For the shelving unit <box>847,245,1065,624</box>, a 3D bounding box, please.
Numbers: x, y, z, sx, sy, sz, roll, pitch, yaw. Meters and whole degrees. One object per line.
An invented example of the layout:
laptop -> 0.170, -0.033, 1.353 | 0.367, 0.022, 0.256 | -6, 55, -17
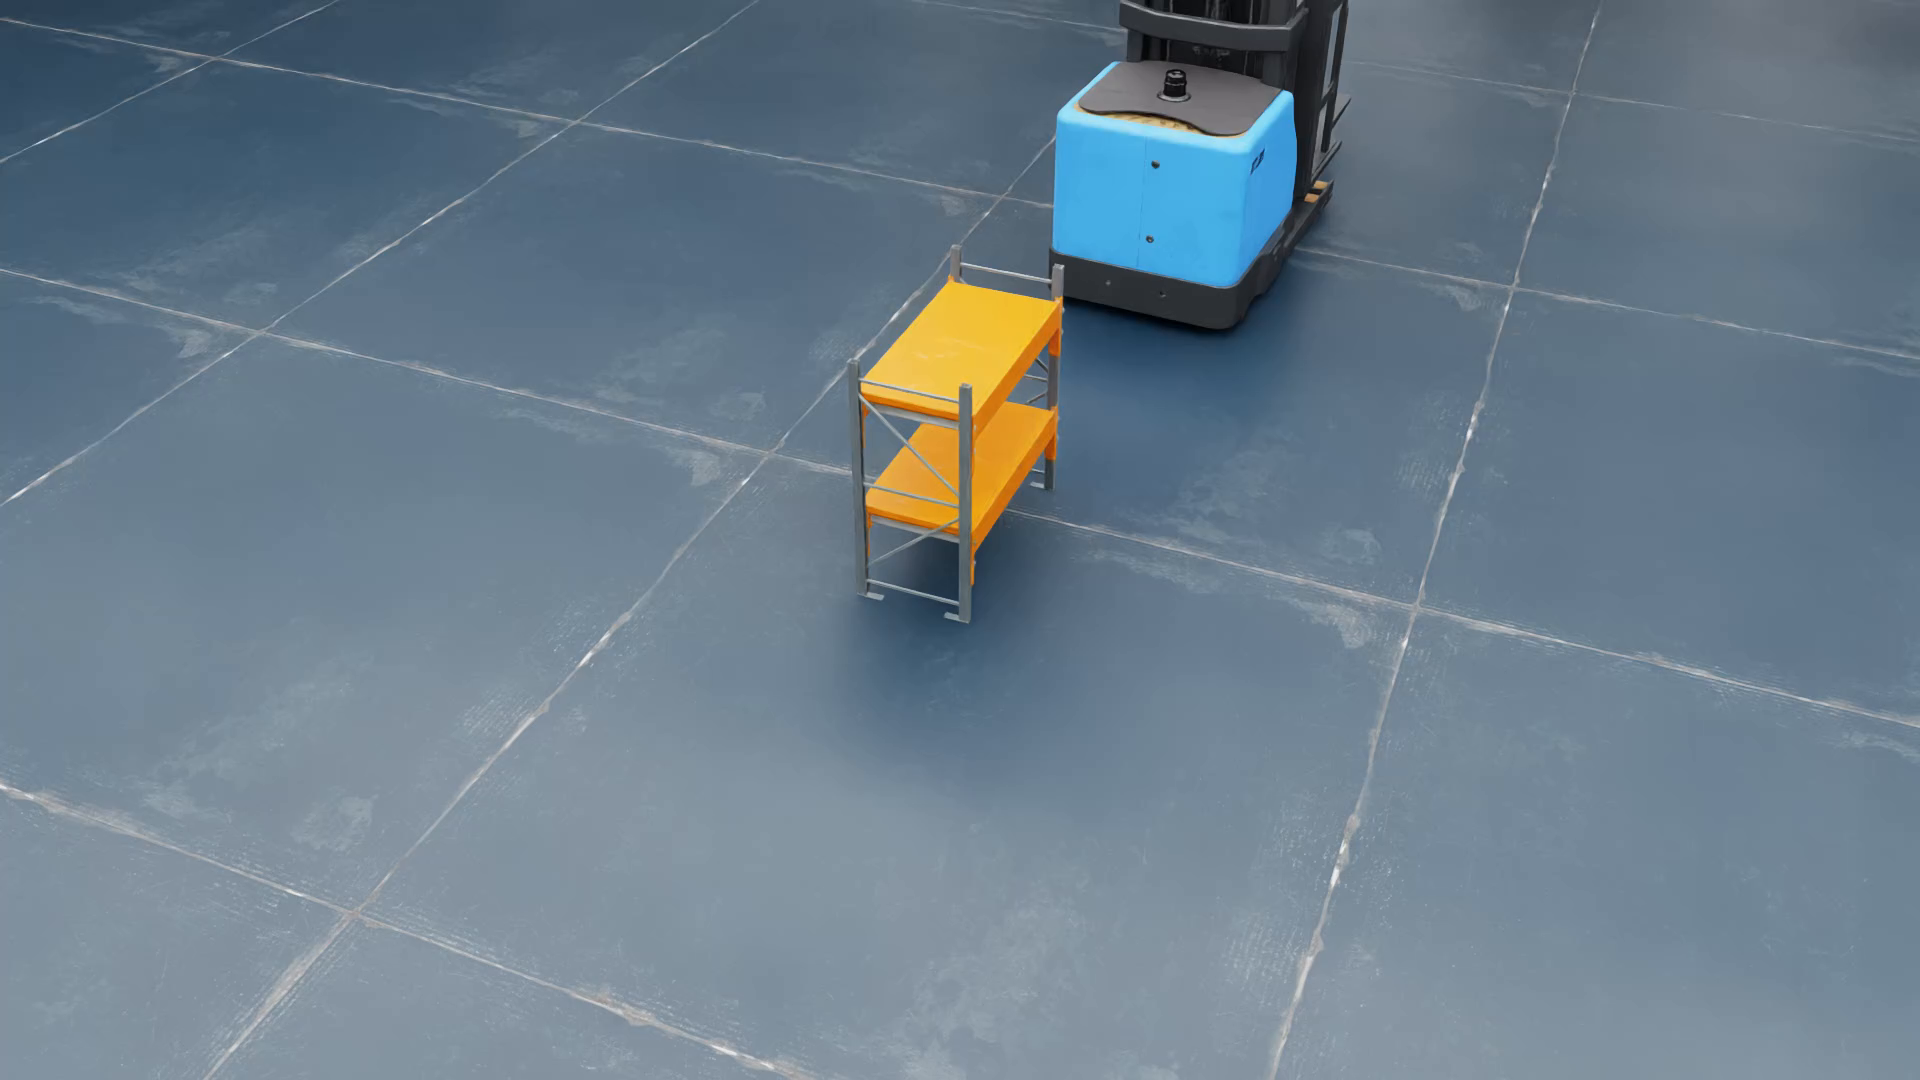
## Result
shelving unit -> 0.003, -0.454, 6.918 | 0.538, 1.125, 1.048 | 14, 39, 18

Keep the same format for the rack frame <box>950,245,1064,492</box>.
rack frame -> 0.196, -0.736, 7.295 | 0.500, 1.125, 0.032 | 14, 39, 18

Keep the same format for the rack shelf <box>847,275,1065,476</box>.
rack shelf -> 0.003, -0.689, 6.743 | 0.538, 0.278, 1.000 | 14, 39, 18

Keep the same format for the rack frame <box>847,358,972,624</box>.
rack frame -> -0.191, -0.173, 6.542 | 0.500, 1.125, 0.032 | 14, 39, 18

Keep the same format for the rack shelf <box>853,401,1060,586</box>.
rack shelf -> 0.003, -0.258, 7.065 | 0.538, 0.278, 1.000 | 14, 39, 18

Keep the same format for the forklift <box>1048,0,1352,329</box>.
forklift -> 1.564, -3.136, 8.997 | 1.130, 2.935, 3.031 | 16, 40, 20
